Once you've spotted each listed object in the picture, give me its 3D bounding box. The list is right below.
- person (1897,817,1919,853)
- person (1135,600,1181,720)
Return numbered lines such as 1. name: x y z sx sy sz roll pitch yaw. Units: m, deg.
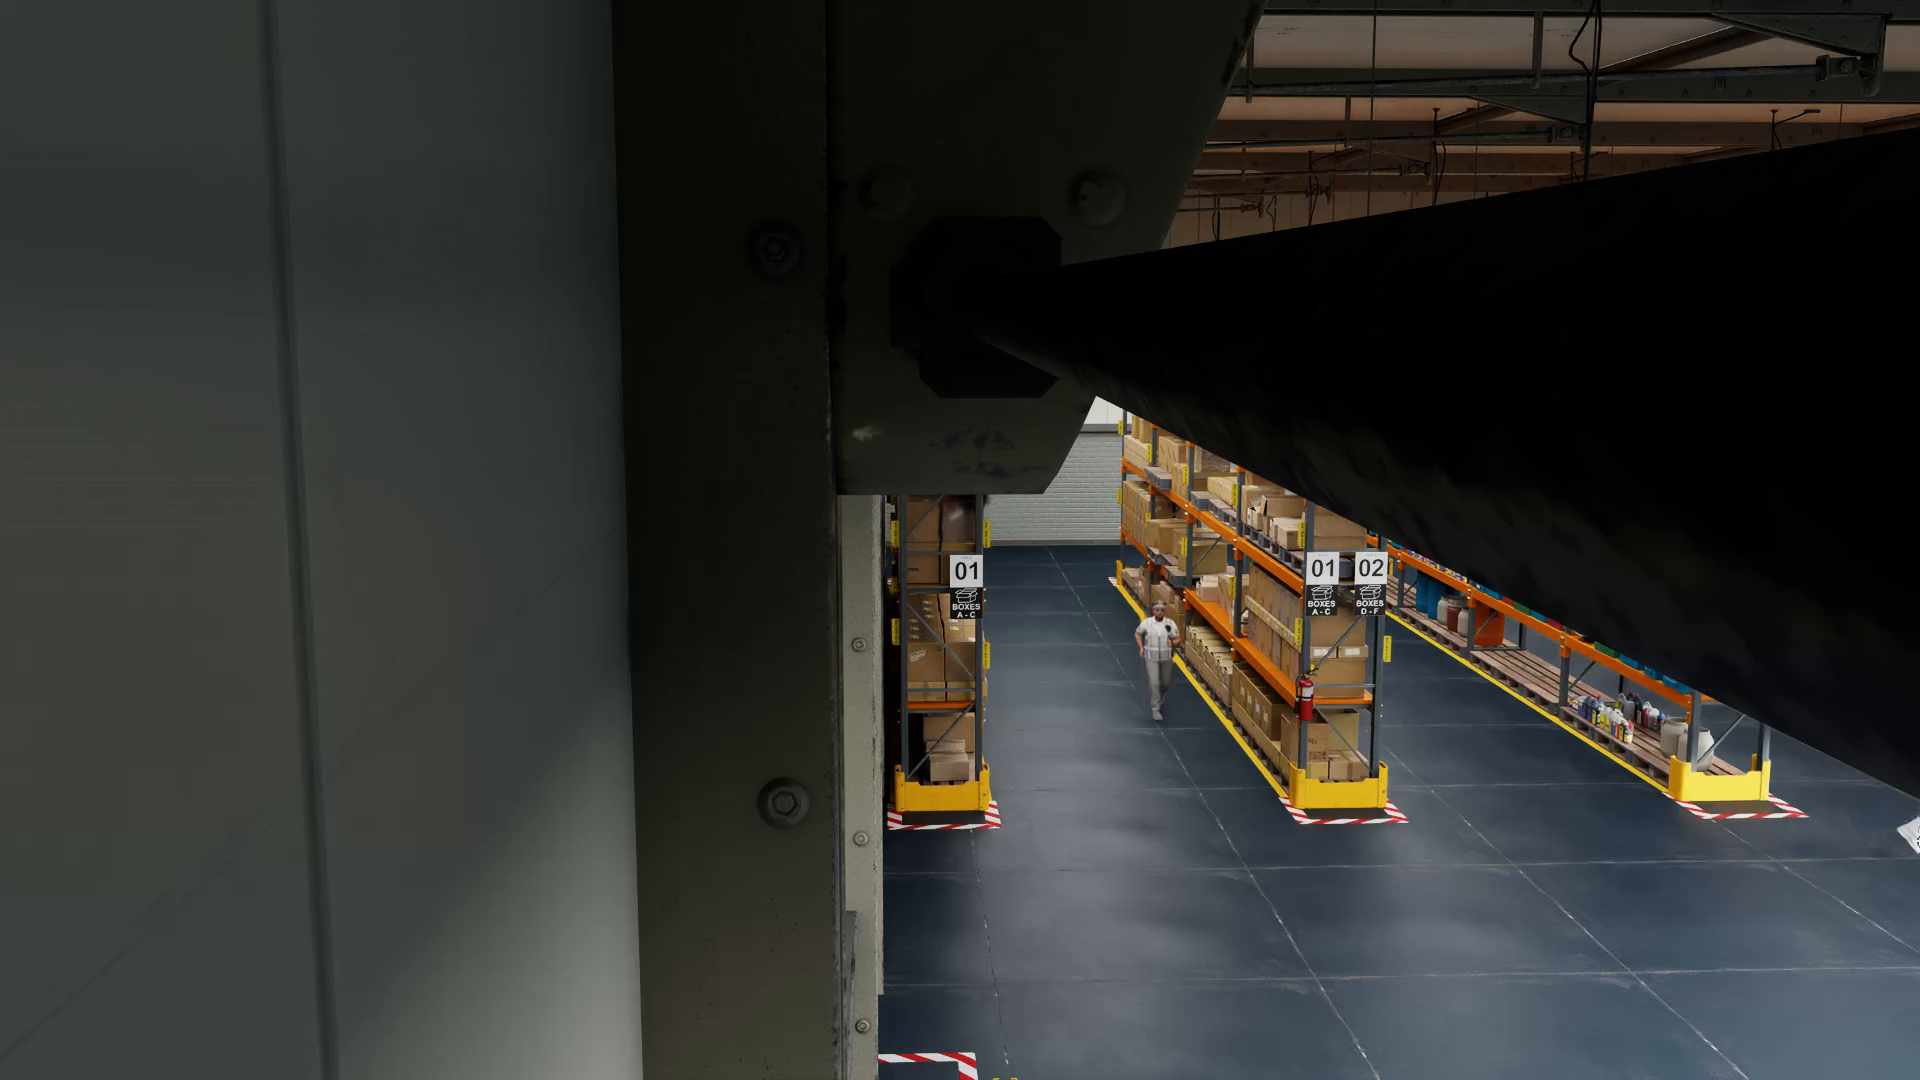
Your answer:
1. person: 11.155 2.716 18.634 1.061 1.801 0.720 5 10 28
2. person: 2.989 1.764 25.069 0.673 1.755 0.944 0 8 -2
